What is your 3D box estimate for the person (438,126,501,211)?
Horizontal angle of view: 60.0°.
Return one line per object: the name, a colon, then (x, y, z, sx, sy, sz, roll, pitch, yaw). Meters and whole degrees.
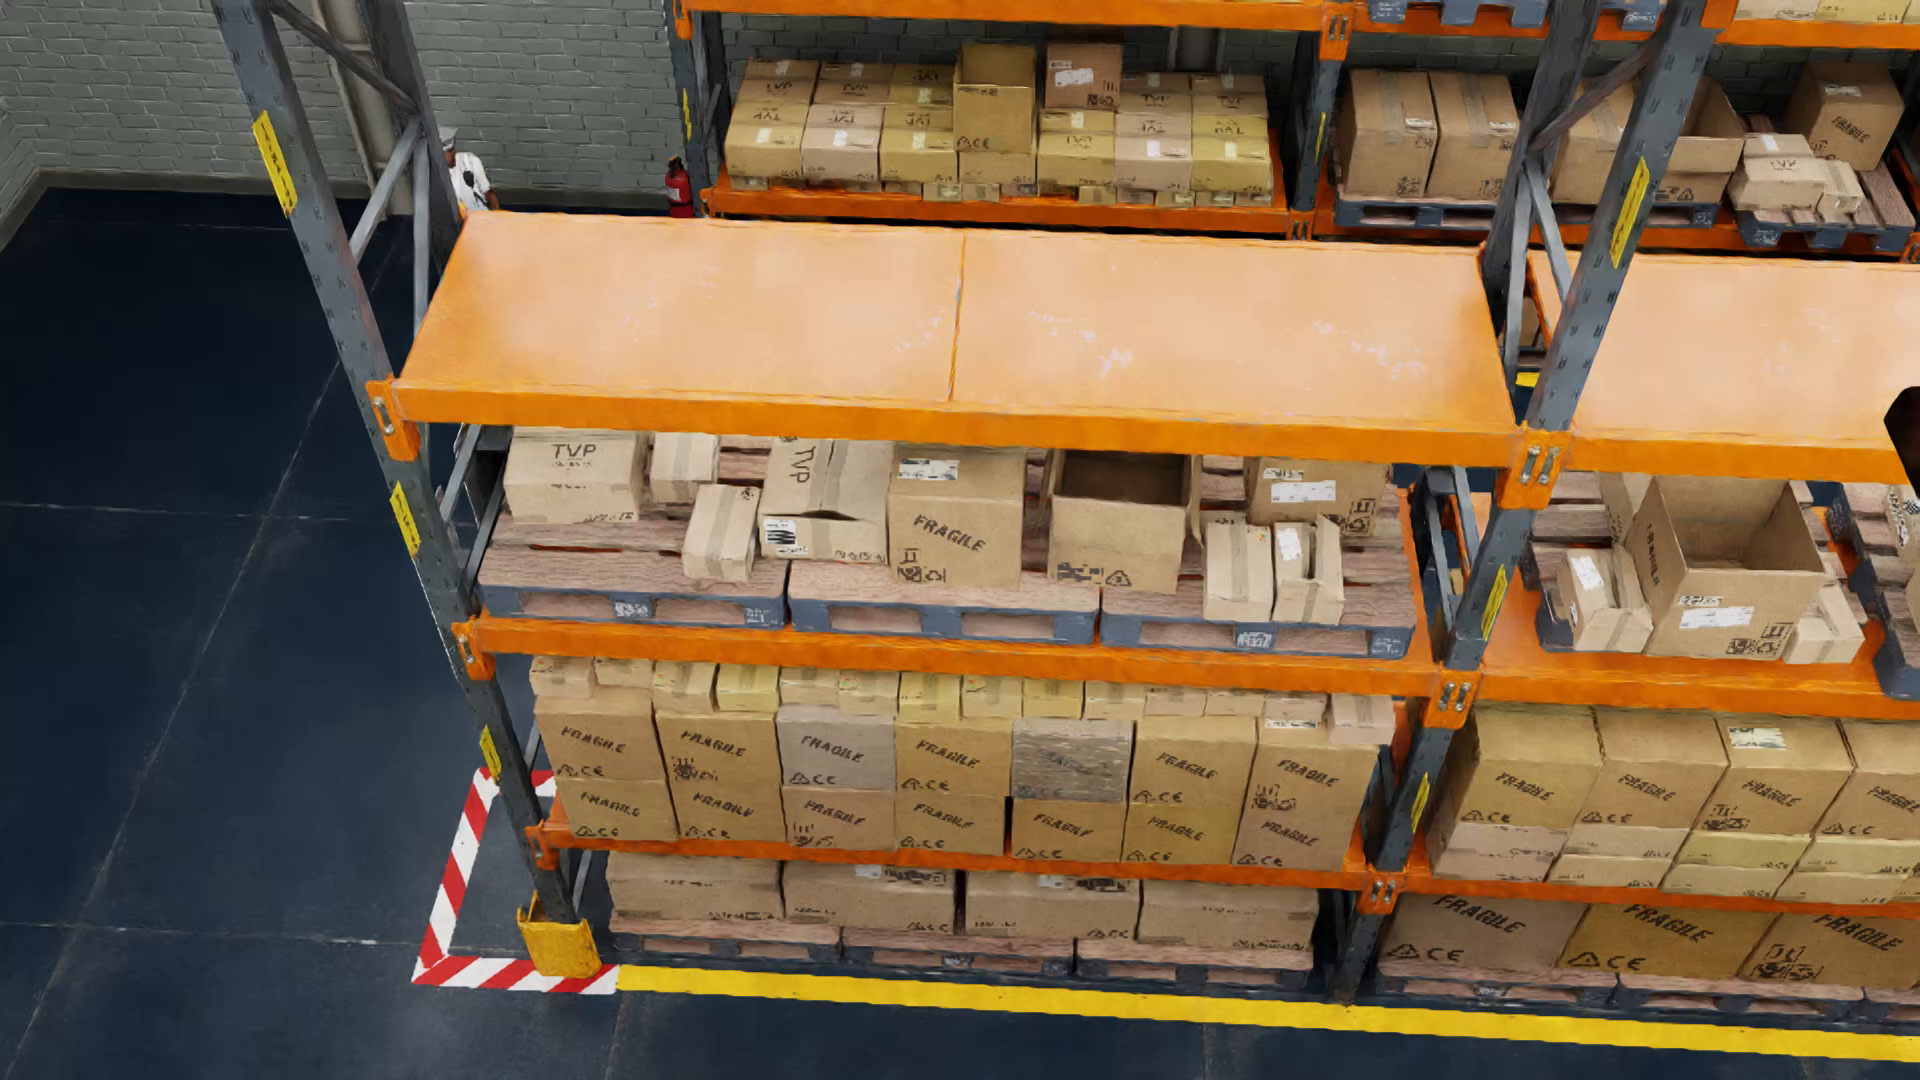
person: (-3.378, -2.209, 11.616, 0.623, 1.650, 0.467, -18, 50, -16)
